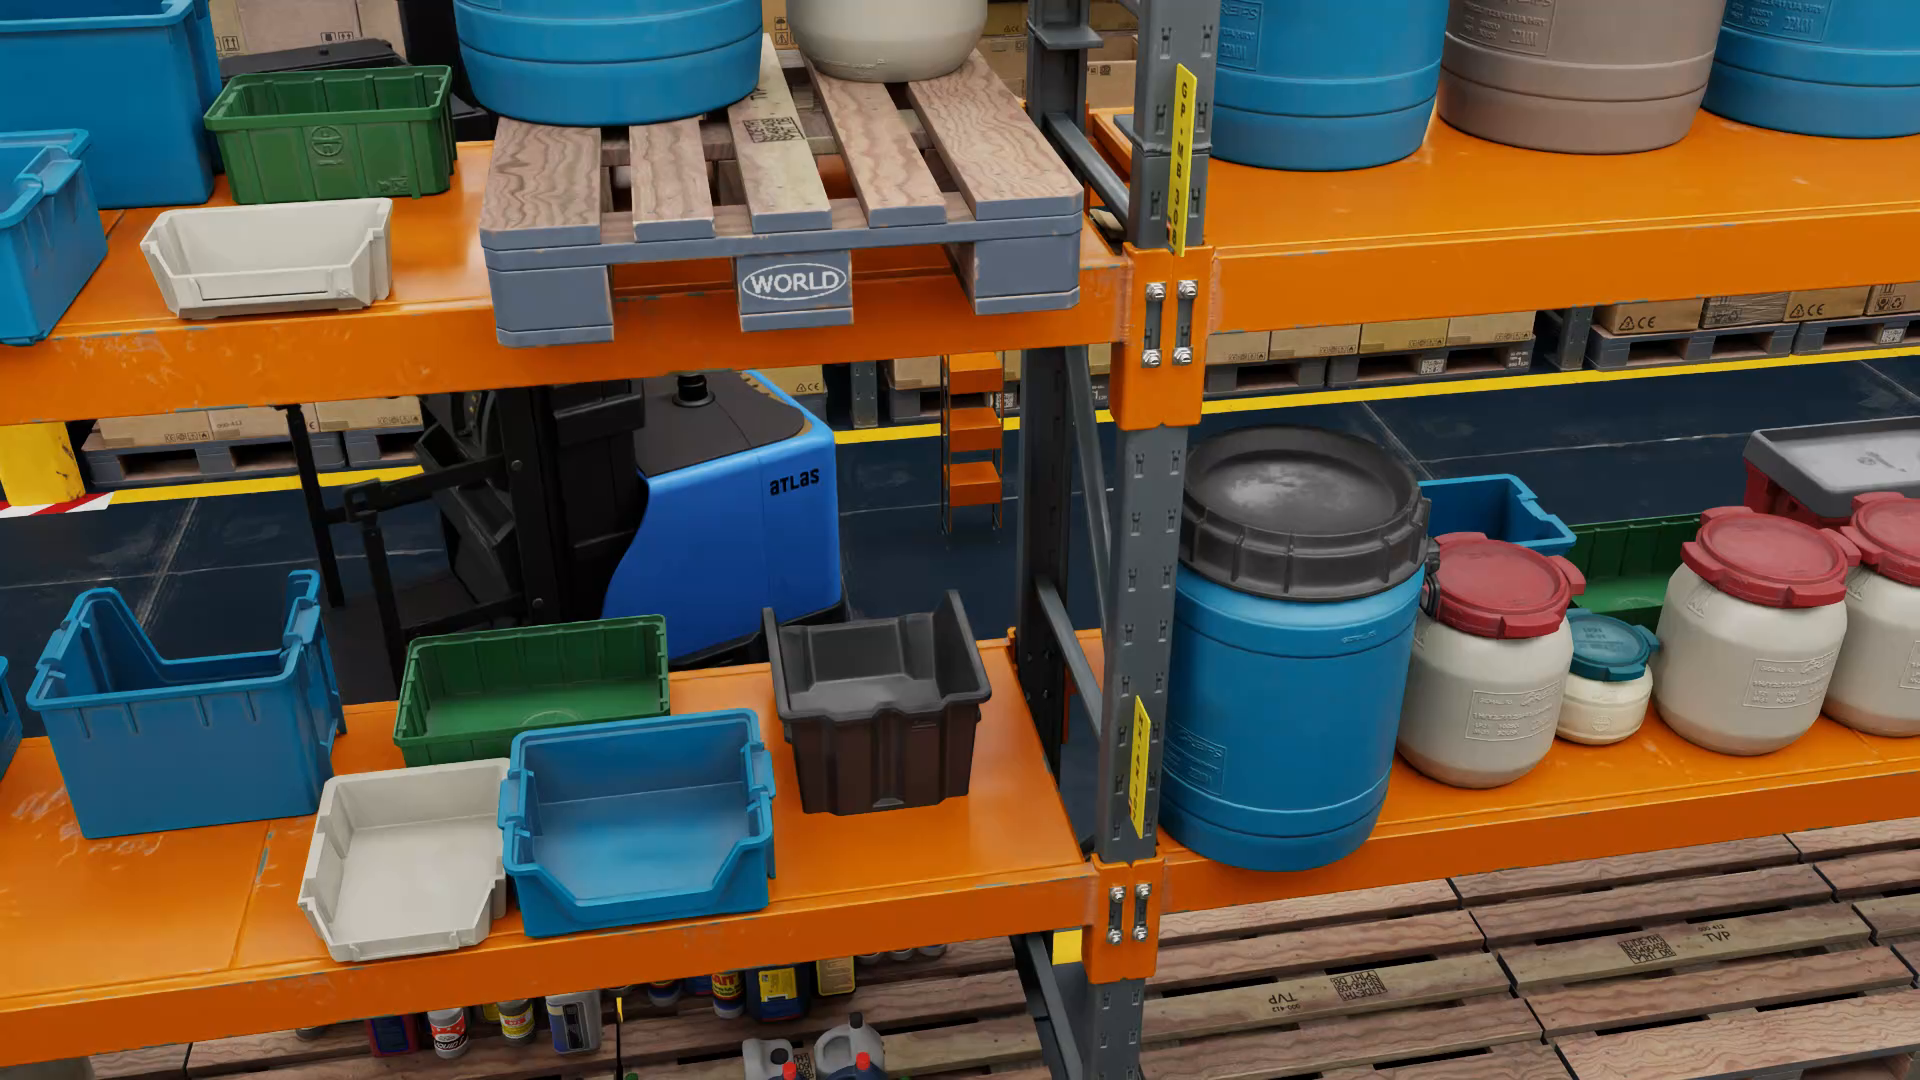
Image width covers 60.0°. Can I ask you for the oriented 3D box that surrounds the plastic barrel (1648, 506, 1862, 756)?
[{"bbox_3d":[2.008,0.243,4.244,0.433,0.535,0.433,0,30,0],"label":"plastic barrel"}]

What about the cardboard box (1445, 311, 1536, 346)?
[{"bbox_3d":[2.879,-1.315,9.325,0.500,0.250,0.500,-5,31,-8],"label":"cardboard box"}]

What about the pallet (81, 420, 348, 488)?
[{"bbox_3d":[-3.772,-0.647,8.642,1.213,0.211,1.003,-5,31,-9],"label":"pallet"}]

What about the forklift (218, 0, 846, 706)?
[{"bbox_3d":[-1.983,-0.558,5.807,3.031,2.935,1.130,-18,35,-28],"label":"forklift"}]

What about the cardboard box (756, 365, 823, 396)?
[{"bbox_3d":[-0.999,-0.968,8.736,0.500,0.250,0.500,-5,31,-9],"label":"cardboard box"}]

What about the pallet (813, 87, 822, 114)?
[{"bbox_3d":[-0.713,-3.463,13.431,1.213,0.211,1.003,-5,31,-9],"label":"pallet"}]

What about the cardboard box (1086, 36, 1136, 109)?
[{"bbox_3d":[0.694,-2.277,8.564,0.500,0.500,0.500,-3,31,-5],"label":"cardboard box"}]

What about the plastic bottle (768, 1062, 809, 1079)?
[{"bbox_3d":[-0.464,1.519,4.388,0.185,0.351,0.144,-7,31,-11],"label":"plastic bottle"}]

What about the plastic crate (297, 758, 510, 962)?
[{"bbox_3d":[-1.246,0.734,3.802,0.437,0.136,0.530,-5,31,-9],"label":"plastic crate"}]

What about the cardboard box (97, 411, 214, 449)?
[{"bbox_3d":[-3.949,-0.692,8.266,0.500,0.250,0.500,-5,31,-9],"label":"cardboard box"}]

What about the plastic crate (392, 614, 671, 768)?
[{"bbox_3d":[-1.080,0.421,4.284,0.662,0.188,0.450,-5,31,-9],"label":"plastic crate"}]

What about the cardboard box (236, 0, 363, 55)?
[{"bbox_3d":[-2.991,-2.499,7.662,0.500,0.500,0.700,-5,31,-9],"label":"cardboard box"}]

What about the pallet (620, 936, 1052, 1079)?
[{"bbox_3d":[-0.362,1.589,4.840,1.213,0.211,1.003,-5,31,-9],"label":"pallet"}]

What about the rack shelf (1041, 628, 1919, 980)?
[{"bbox_3d":[2.273,0.474,4.695,4.000,0.370,1.077,-5,31,-9],"label":"rack shelf"}]

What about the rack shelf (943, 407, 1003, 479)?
[{"bbox_3d":[0.053,-0.448,7.498,0.240,0.259,0.215,-5,31,-9],"label":"rack shelf"}]

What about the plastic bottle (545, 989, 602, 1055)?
[{"bbox_3d":[-1.115,1.325,4.790,0.135,0.276,0.152,-5,31,-9],"label":"plastic bottle"}]

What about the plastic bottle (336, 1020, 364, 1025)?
[{"bbox_3d":[-1.789,1.287,4.848,0.133,0.283,0.061,-5,31,-8],"label":"plastic bottle"}]

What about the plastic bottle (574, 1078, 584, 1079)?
[{"bbox_3d":[-0.962,1.537,4.423,0.133,0.283,0.061,-5,31,-9],"label":"plastic bottle"}]

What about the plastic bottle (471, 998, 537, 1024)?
[{"bbox_3d":[-1.349,1.238,4.864,0.185,0.351,0.144,-4,31,-7],"label":"plastic bottle"}]

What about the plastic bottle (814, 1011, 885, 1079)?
[{"bbox_3d":[-0.301,1.429,4.540,0.185,0.351,0.144,-5,31,-9],"label":"plastic bottle"}]

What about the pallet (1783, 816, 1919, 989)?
[{"bbox_3d":[3.472,1.235,5.442,1.213,0.211,1.003,-5,31,-9],"label":"pallet"}]

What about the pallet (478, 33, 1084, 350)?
[{"bbox_3d":[-0.386,-0.751,3.294,1.003,0.211,1.213,-5,31,-9],"label":"pallet"}]

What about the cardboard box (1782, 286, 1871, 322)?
[{"bbox_3d":[4.860,-1.594,9.534,0.500,0.500,0.500,-6,31,-10],"label":"cardboard box"}]

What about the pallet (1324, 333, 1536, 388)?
[{"bbox_3d":[2.535,-1.231,9.636,1.213,0.211,1.003,-5,31,-9],"label":"pallet"}]

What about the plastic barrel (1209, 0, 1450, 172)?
[{"bbox_3d":[0.767,-1.317,3.577,0.708,0.901,0.600,-5,31,-9],"label":"plastic barrel"}]

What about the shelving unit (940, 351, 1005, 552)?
[{"bbox_3d":[0.053,-0.457,7.492,0.252,1.050,0.215,-5,31,-9],"label":"shelving unit"}]

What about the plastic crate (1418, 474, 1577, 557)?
[{"bbox_3d":[1.335,0.097,4.641,0.575,0.384,0.392,-5,31,-9],"label":"plastic crate"}]

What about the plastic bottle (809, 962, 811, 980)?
[{"bbox_3d":[-0.399,1.184,5.029,0.135,0.276,0.152,-4,31,-7],"label":"plastic bottle"}]

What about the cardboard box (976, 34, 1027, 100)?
[{"bbox_3d":[0.251,-3.879,13.420,0.500,0.500,0.700,-5,31,-8],"label":"cardboard box"}]

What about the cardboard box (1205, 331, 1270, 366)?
[{"bbox_3d":[1.371,-1.173,9.085,0.500,0.250,0.500,-5,31,-8],"label":"cardboard box"}]

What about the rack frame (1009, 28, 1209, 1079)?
[{"bbox_3d":[0.306,0.346,4.202,0.127,3.000,1.000,-5,31,-9],"label":"rack frame"}]

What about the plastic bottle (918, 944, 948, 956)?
[{"bbox_3d":[-0.086,1.143,5.104,0.097,0.271,0.097,0,30,0],"label":"plastic bottle"}]

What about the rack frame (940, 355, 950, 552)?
[{"bbox_3d":[-0.067,-0.446,7.473,0.008,1.050,0.200,-5,31,-9],"label":"rack frame"}]

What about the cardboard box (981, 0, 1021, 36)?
[{"bbox_3d":[0.186,-4.195,13.218,0.500,0.250,0.500,-6,31,-10],"label":"cardboard box"}]

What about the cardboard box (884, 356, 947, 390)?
[{"bbox_3d":[-0.141,-1.033,8.845,0.500,0.250,0.500,-6,31,-10],"label":"cardboard box"}]

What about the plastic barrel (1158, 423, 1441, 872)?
[{"bbox_3d":[0.741,0.246,3.878,0.708,0.901,0.600,-5,31,-9],"label":"plastic barrel"}]

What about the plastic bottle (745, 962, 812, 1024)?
[{"bbox_3d":[-0.537,1.237,4.866,0.185,0.351,0.144,-5,31,-9],"label":"plastic bottle"}]

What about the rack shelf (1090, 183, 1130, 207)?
[{"bbox_3d":[1.385,-1.996,8.895,4.000,0.370,1.077,-5,31,-9],"label":"rack shelf"}]

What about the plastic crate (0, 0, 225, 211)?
[{"bbox_3d":[-1.807,-0.899,3.376,0.575,0.384,0.392,-5,31,-9],"label":"plastic crate"}]

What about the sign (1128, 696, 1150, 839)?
[{"bbox_3d":[0.394,0.502,3.663,0.005,0.325,0.100,-5,31,-9],"label":"sign"}]
